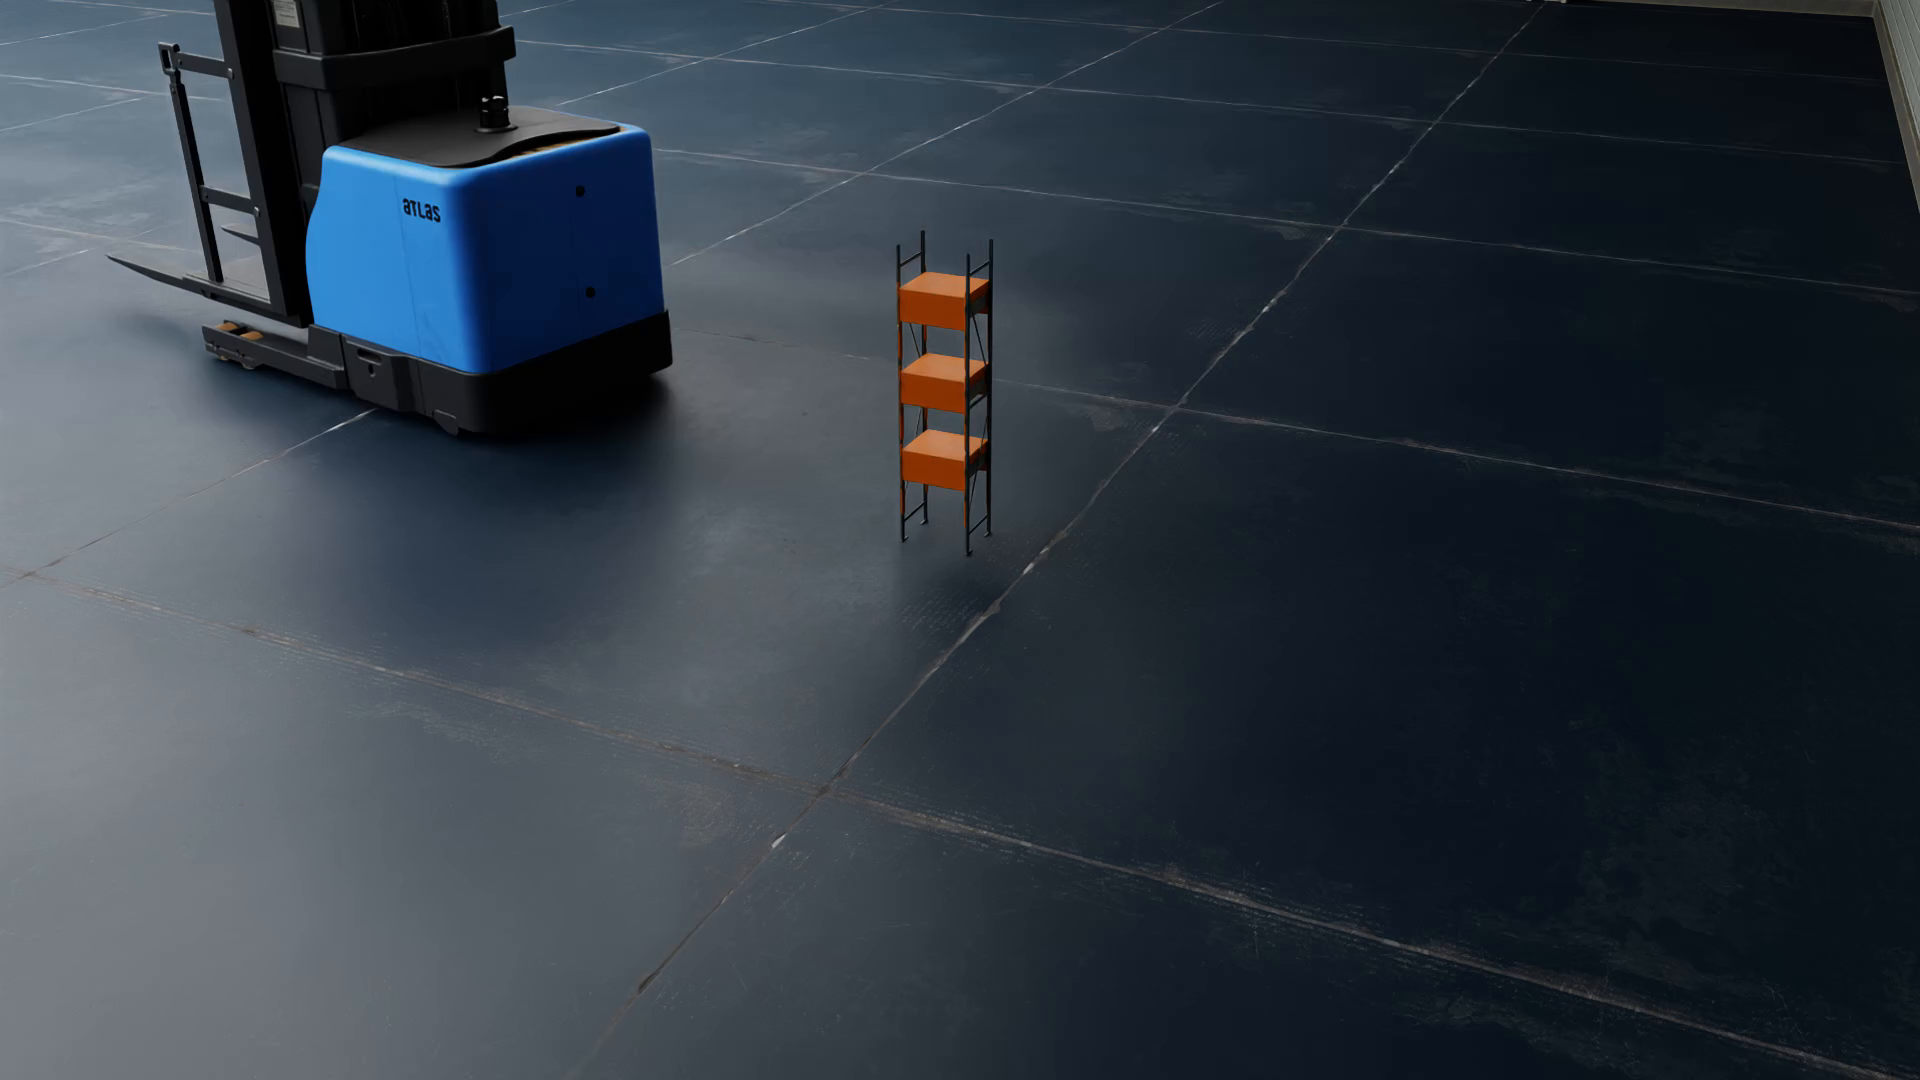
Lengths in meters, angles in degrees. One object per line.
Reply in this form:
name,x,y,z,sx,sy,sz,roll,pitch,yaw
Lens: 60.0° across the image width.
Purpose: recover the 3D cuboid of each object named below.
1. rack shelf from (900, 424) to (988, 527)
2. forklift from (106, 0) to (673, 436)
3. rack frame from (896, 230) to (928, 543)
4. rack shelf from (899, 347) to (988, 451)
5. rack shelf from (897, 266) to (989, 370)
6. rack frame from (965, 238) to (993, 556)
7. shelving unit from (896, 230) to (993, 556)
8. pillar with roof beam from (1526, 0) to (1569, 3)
rack shelf,-0.049,-0.222,5.665,0.240,0.259,0.215,11,28,22
forklift,-2.722,-2.225,6.951,3.031,2.935,1.130,18,31,32
rack frame,-0.160,-0.503,5.583,0.008,1.050,0.200,11,28,22
rack shelf,-0.049,-0.471,5.543,0.240,0.259,0.215,11,28,22
rack shelf,-0.049,-0.726,5.417,0.240,0.259,0.215,11,28,22
rack frame,0.062,-0.458,5.493,0.008,1.050,0.200,11,28,22
shelving unit,-0.049,-0.481,5.538,0.252,1.050,0.215,11,28,22
pillar with roof beam,4.200,-7.803,11.412,0.400,9.000,9.100,11,28,22
